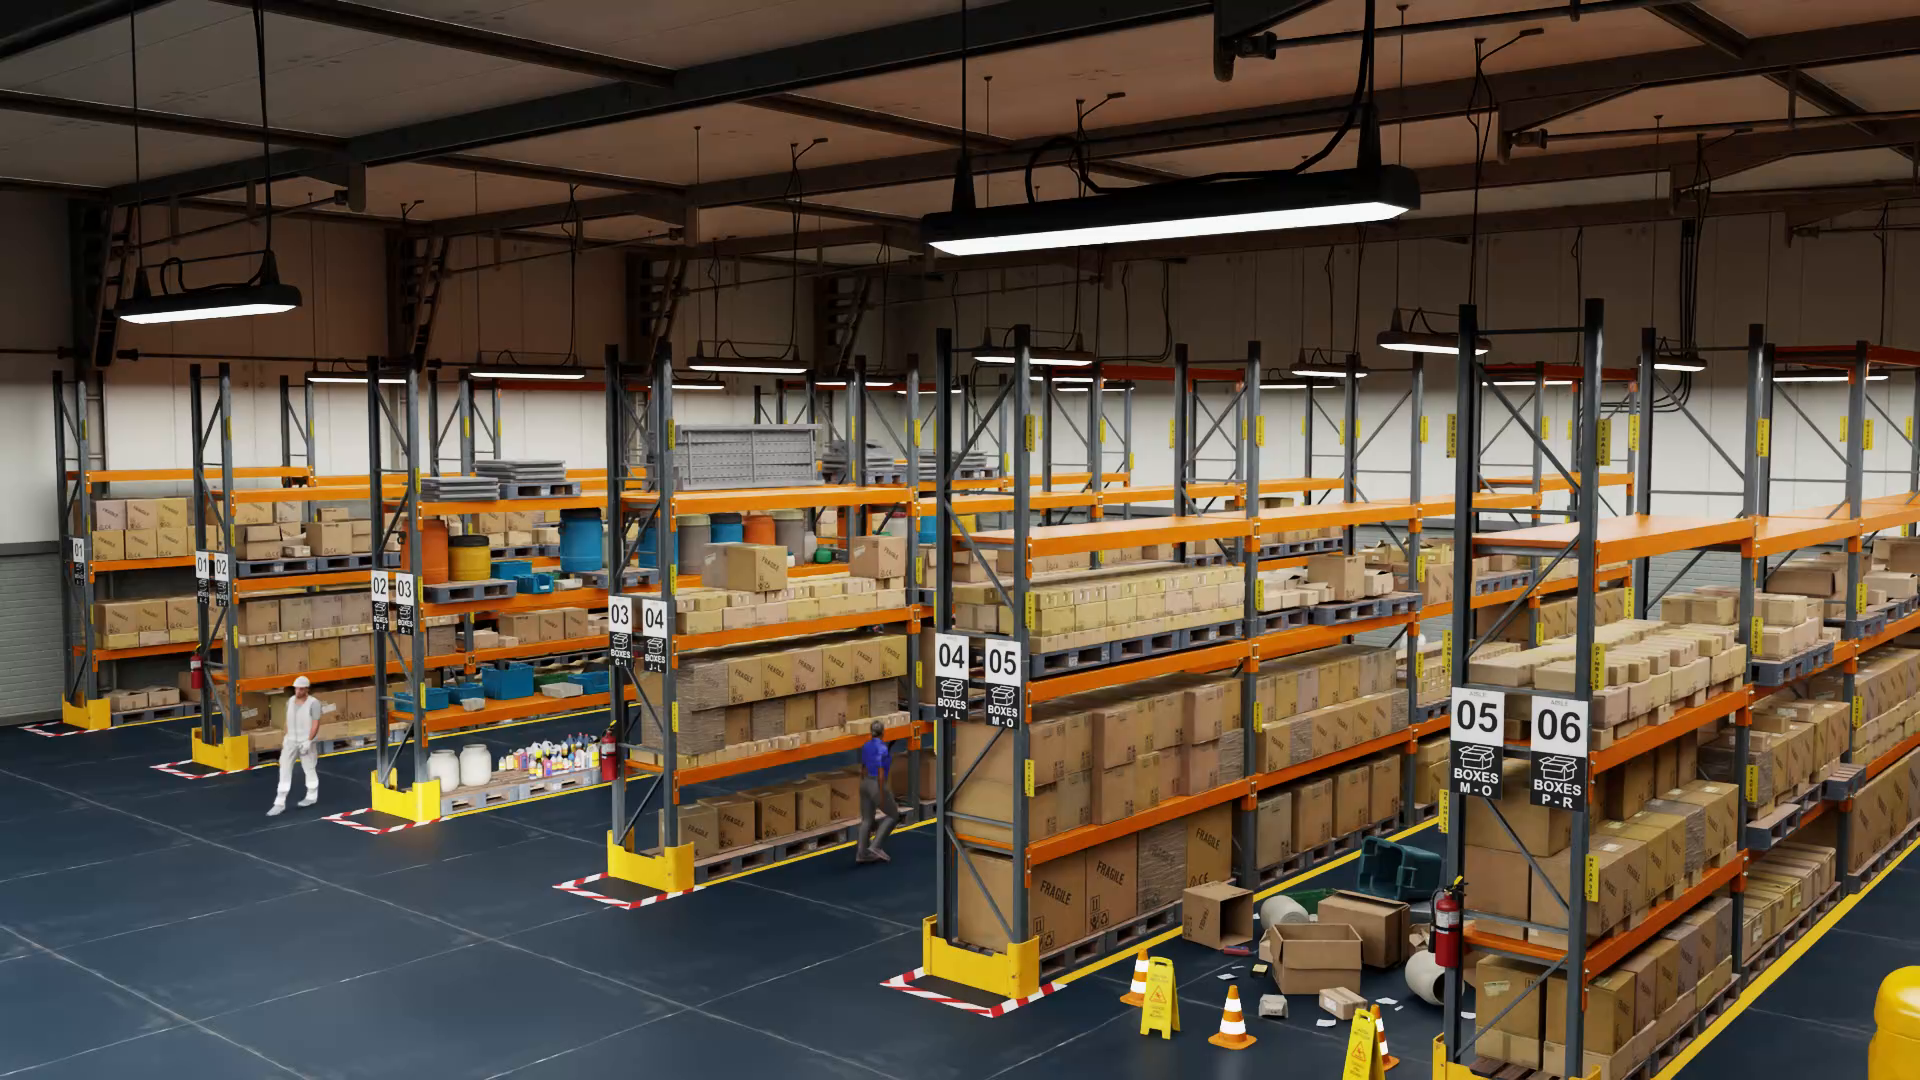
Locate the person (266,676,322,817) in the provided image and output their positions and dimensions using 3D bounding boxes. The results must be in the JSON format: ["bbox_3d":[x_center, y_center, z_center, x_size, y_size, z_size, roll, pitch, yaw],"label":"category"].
[{"bbox_3d":[-8.762,2.703,21.979,0.602,1.801,0.763,1,4,7],"label":"person"}]

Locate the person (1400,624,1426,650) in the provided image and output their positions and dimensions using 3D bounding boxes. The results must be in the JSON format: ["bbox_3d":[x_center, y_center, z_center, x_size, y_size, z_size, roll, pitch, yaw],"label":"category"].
[{"bbox_3d":[8.070,2.201,29.653,0.481,1.593,1.037,2,4,22],"label":"person"}]

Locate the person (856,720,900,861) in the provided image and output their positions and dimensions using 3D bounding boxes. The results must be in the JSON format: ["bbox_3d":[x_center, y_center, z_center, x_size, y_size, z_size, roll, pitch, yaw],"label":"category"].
[{"bbox_3d":[-0.996,2.928,19.439,0.495,1.640,0.491,-3,5,-36],"label":"person"}]
